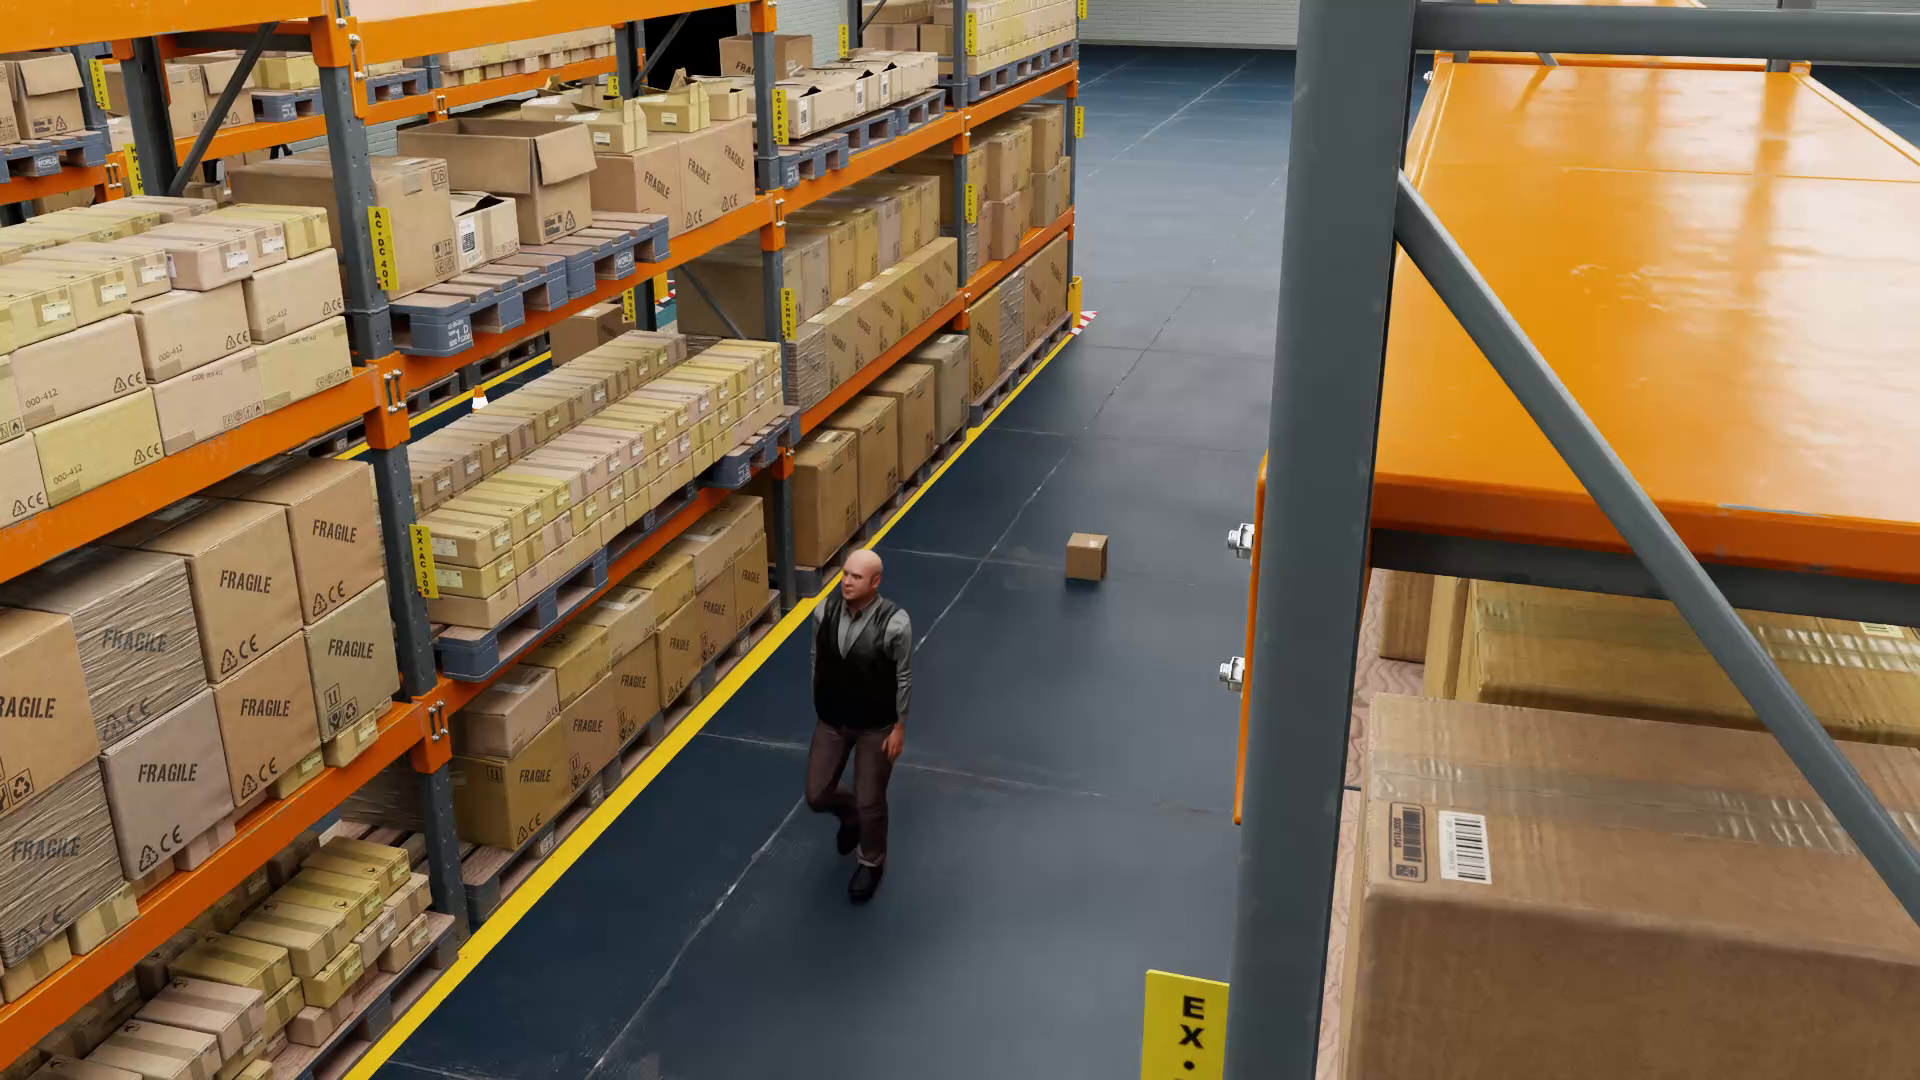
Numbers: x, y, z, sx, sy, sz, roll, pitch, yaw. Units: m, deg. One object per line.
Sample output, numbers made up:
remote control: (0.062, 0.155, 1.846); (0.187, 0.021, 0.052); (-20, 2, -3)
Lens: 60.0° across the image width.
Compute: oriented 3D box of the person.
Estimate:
person: (-0.476, 0.849, 7.941); (0.536, 1.711, 0.502); (8, 23, 20)
